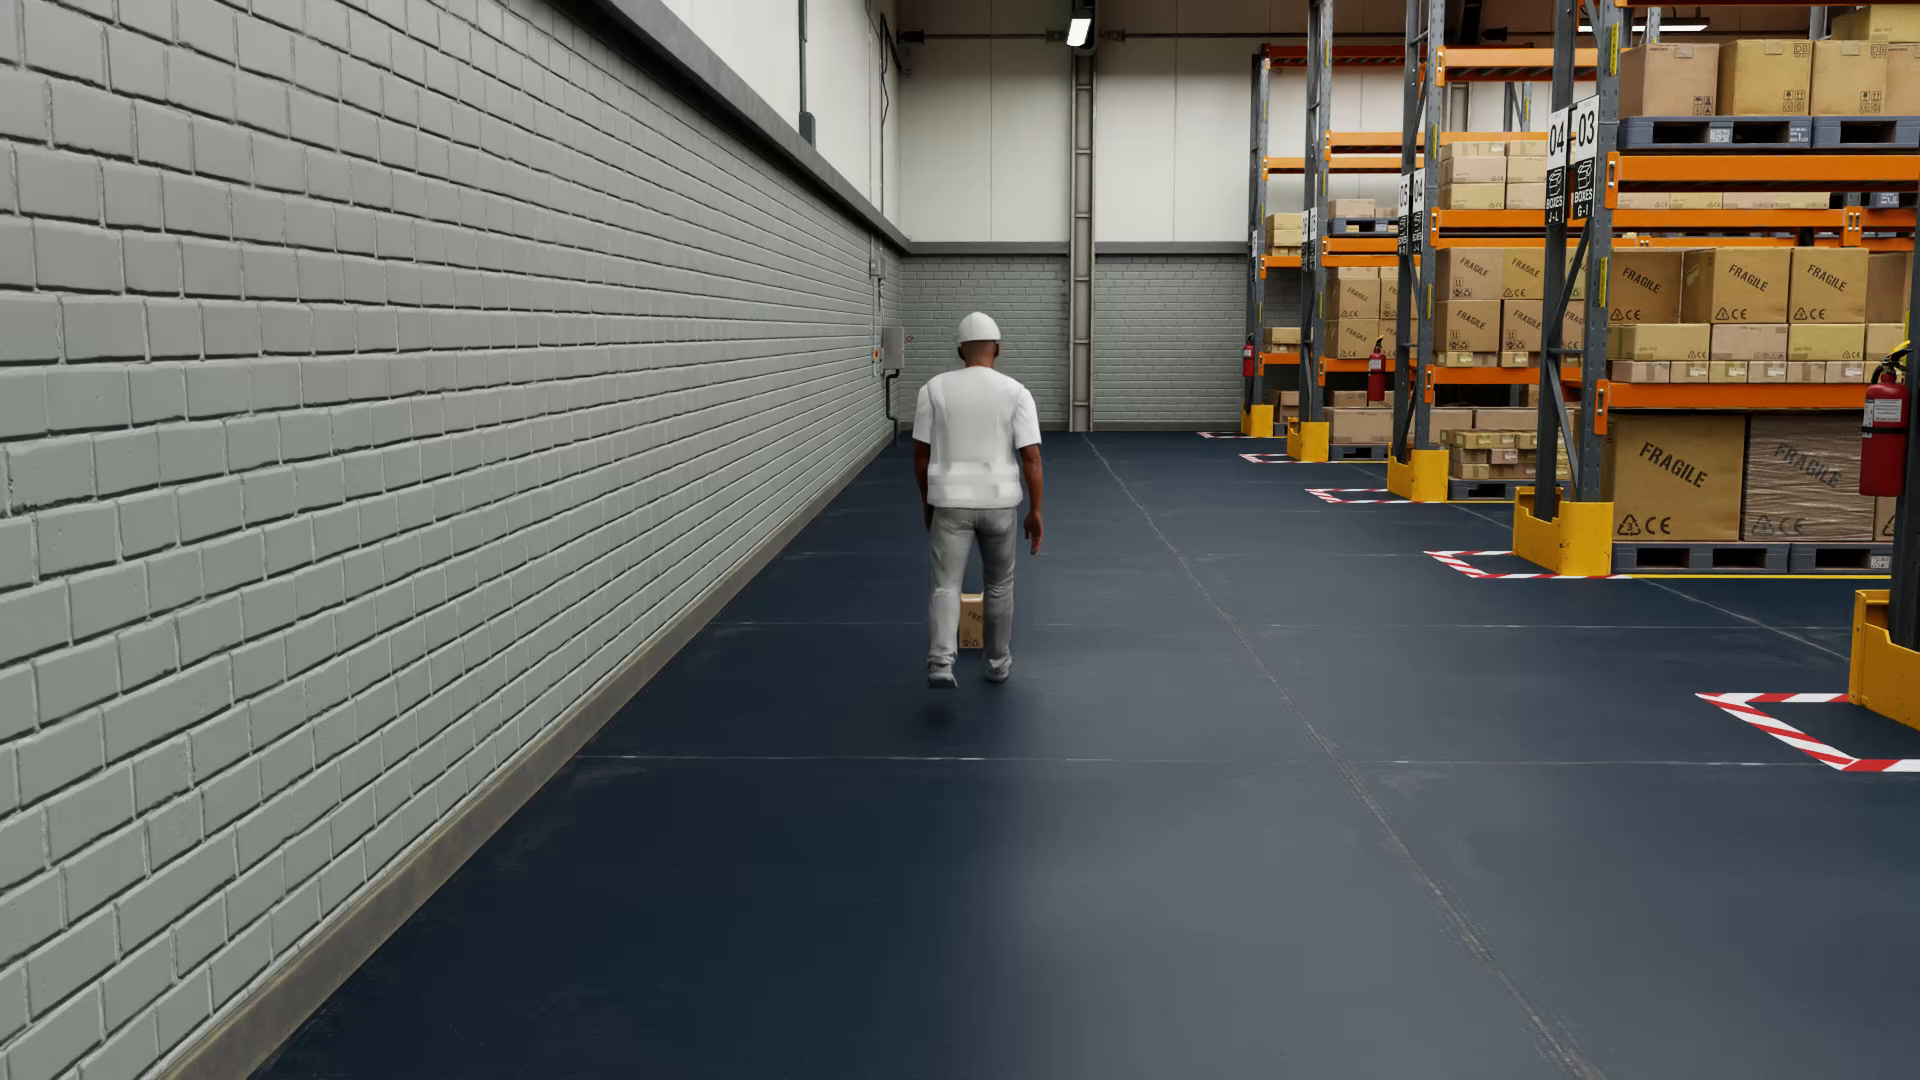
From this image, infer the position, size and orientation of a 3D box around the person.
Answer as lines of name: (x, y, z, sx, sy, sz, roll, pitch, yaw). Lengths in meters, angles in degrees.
person: (0.080, -0.161, 7.538, 0.594, 1.732, 1.041, 0, 7, 1)
